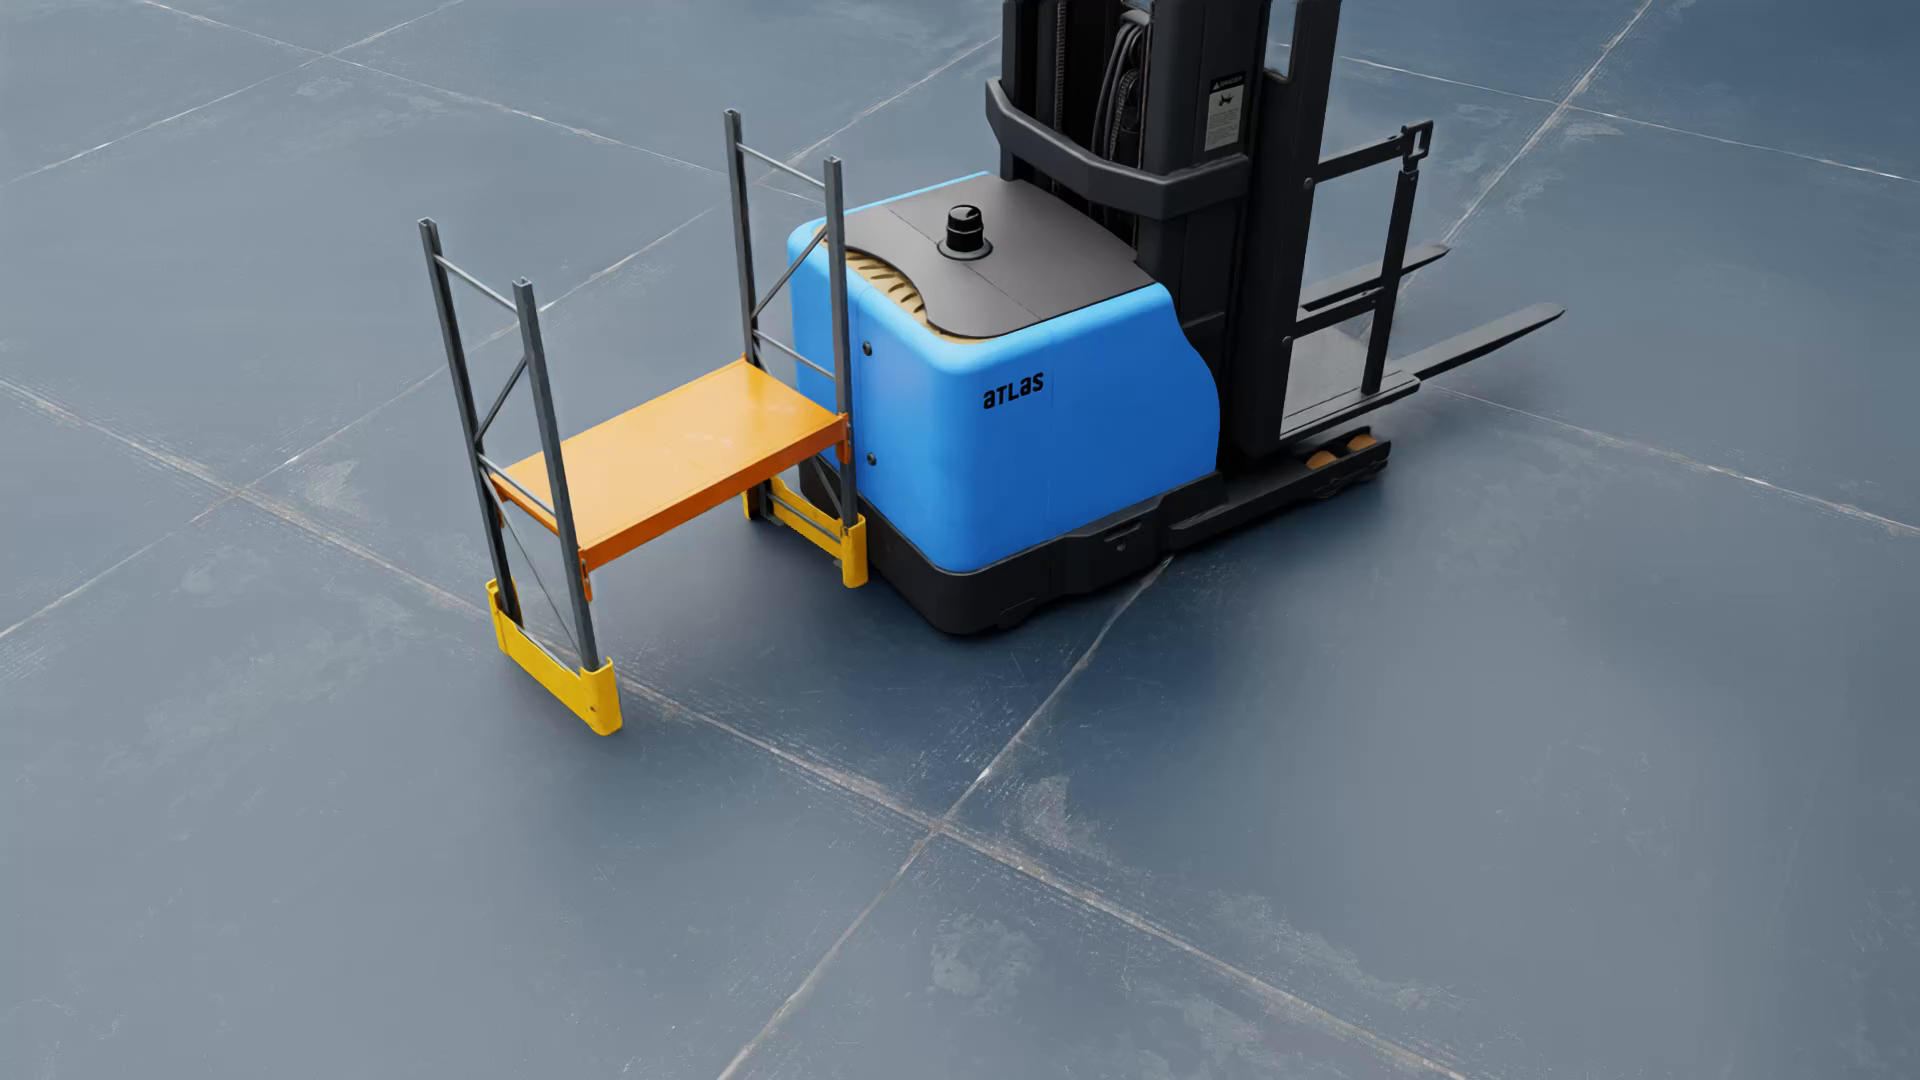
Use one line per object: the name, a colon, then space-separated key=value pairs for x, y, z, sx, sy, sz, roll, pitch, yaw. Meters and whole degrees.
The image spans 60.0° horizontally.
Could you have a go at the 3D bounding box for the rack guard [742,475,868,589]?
rack guard: x=-0.534 y=-0.077 z=5.645 sx=0.087 sy=0.250 sz=0.587 roll=-31 pitch=47 yaw=-34

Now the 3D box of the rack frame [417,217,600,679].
rack frame: x=-1.246 y=-0.146 z=4.711 sx=0.032 sy=1.500 sz=0.500 roll=-31 pitch=47 yaw=-34

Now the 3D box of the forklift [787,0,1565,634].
forklift: x=0.946 y=-1.557 z=5.369 sx=3.031 sy=2.935 sz=1.130 roll=-22 pitch=43 yaw=-26

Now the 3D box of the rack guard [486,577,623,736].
rack guard: x=-1.246 y=0.348 z=5.093 sx=0.087 sy=0.250 sz=0.587 roll=-31 pitch=47 yaw=-34

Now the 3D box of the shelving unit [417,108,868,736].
shelving unit: x=-0.890 y=-0.359 z=4.988 sx=1.083 sy=1.500 sz=0.587 roll=-31 pitch=47 yaw=-34

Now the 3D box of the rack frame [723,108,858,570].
rack frame: x=-0.520 y=-0.580 z=5.274 sx=0.032 sy=1.500 sz=0.500 roll=-31 pitch=47 yaw=-34

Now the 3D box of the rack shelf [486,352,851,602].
rack shelf: x=-0.883 y=-0.221 z=5.102 sx=1.000 sy=0.185 sz=0.538 roll=-31 pitch=47 yaw=-34
